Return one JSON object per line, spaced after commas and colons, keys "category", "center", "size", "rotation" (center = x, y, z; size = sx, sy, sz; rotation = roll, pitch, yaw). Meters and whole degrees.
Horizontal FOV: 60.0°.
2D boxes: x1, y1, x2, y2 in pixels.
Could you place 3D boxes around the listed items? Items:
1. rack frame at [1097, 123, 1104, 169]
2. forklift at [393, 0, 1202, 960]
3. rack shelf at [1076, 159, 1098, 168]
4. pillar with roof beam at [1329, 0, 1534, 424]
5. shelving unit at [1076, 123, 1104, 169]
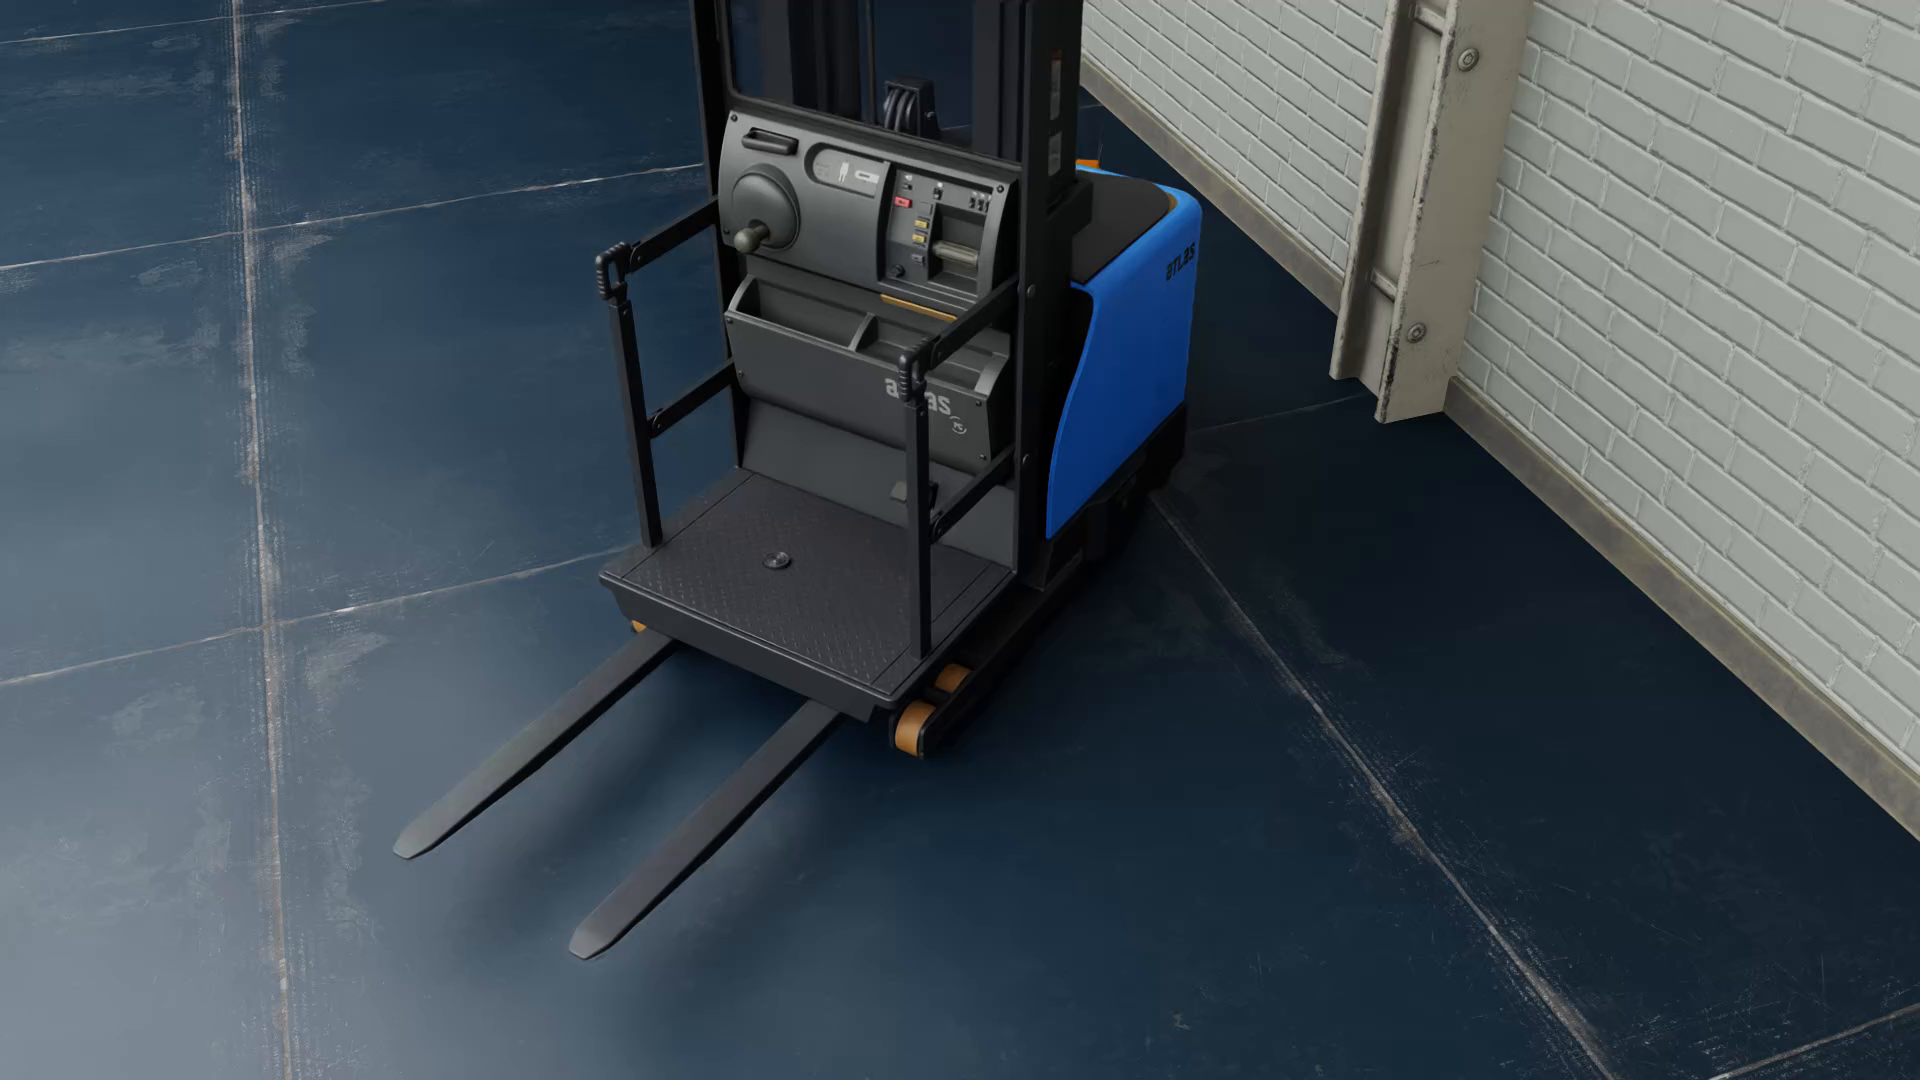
{"category": "rack frame", "center": [0.499, -1.014, 6.214], "size": [0.008, 1.050, 0.200], "rotation": [4, 34, 5]}
{"category": "forklift", "center": [-0.391, -0.854, 4.448], "size": [1.130, 2.935, 3.031], "rotation": [21, 42, 25]}
{"category": "rack shelf", "center": [0.380, -1.249, 6.073], "size": [0.240, 0.259, 0.215], "rotation": [4, 34, 5]}
{"category": "pillar with roof beam", "center": [-2.360, -3.289, 2.637], "size": [9.100, 9.000, 0.400], "rotation": [-12, 39, -16]}
{"category": "shelving unit", "center": [0.378, -1.023, 6.226], "size": [0.252, 1.050, 0.215], "rotation": [4, 34, 5]}
